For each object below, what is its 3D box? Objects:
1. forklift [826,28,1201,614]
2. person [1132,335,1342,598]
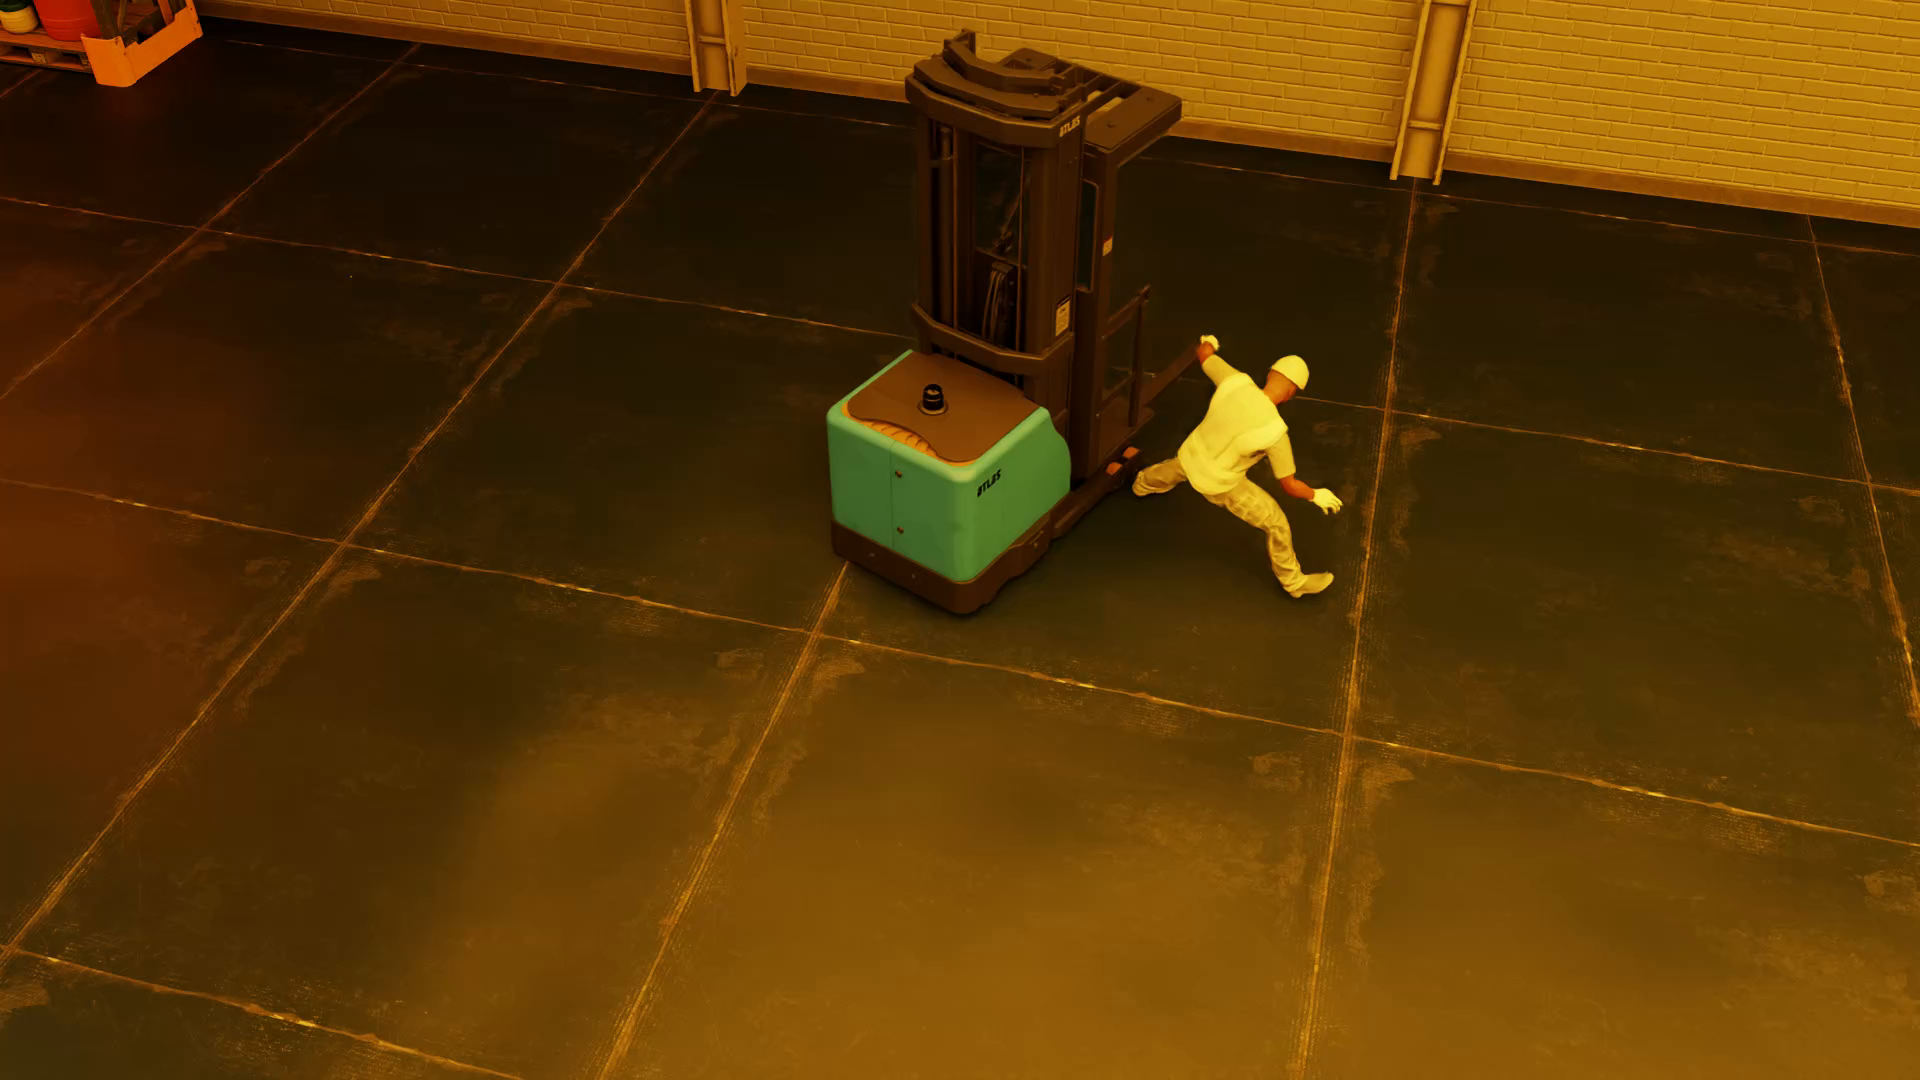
[{"bbox_3d":[0.519,-1.602,9.689,1.130,2.935,3.031,26,48,27],"label":"forklift"},{"bbox_3d":[1.624,-0.501,9.585,0.797,1.454,1.314,-12,43,-13],"label":"person"}]
